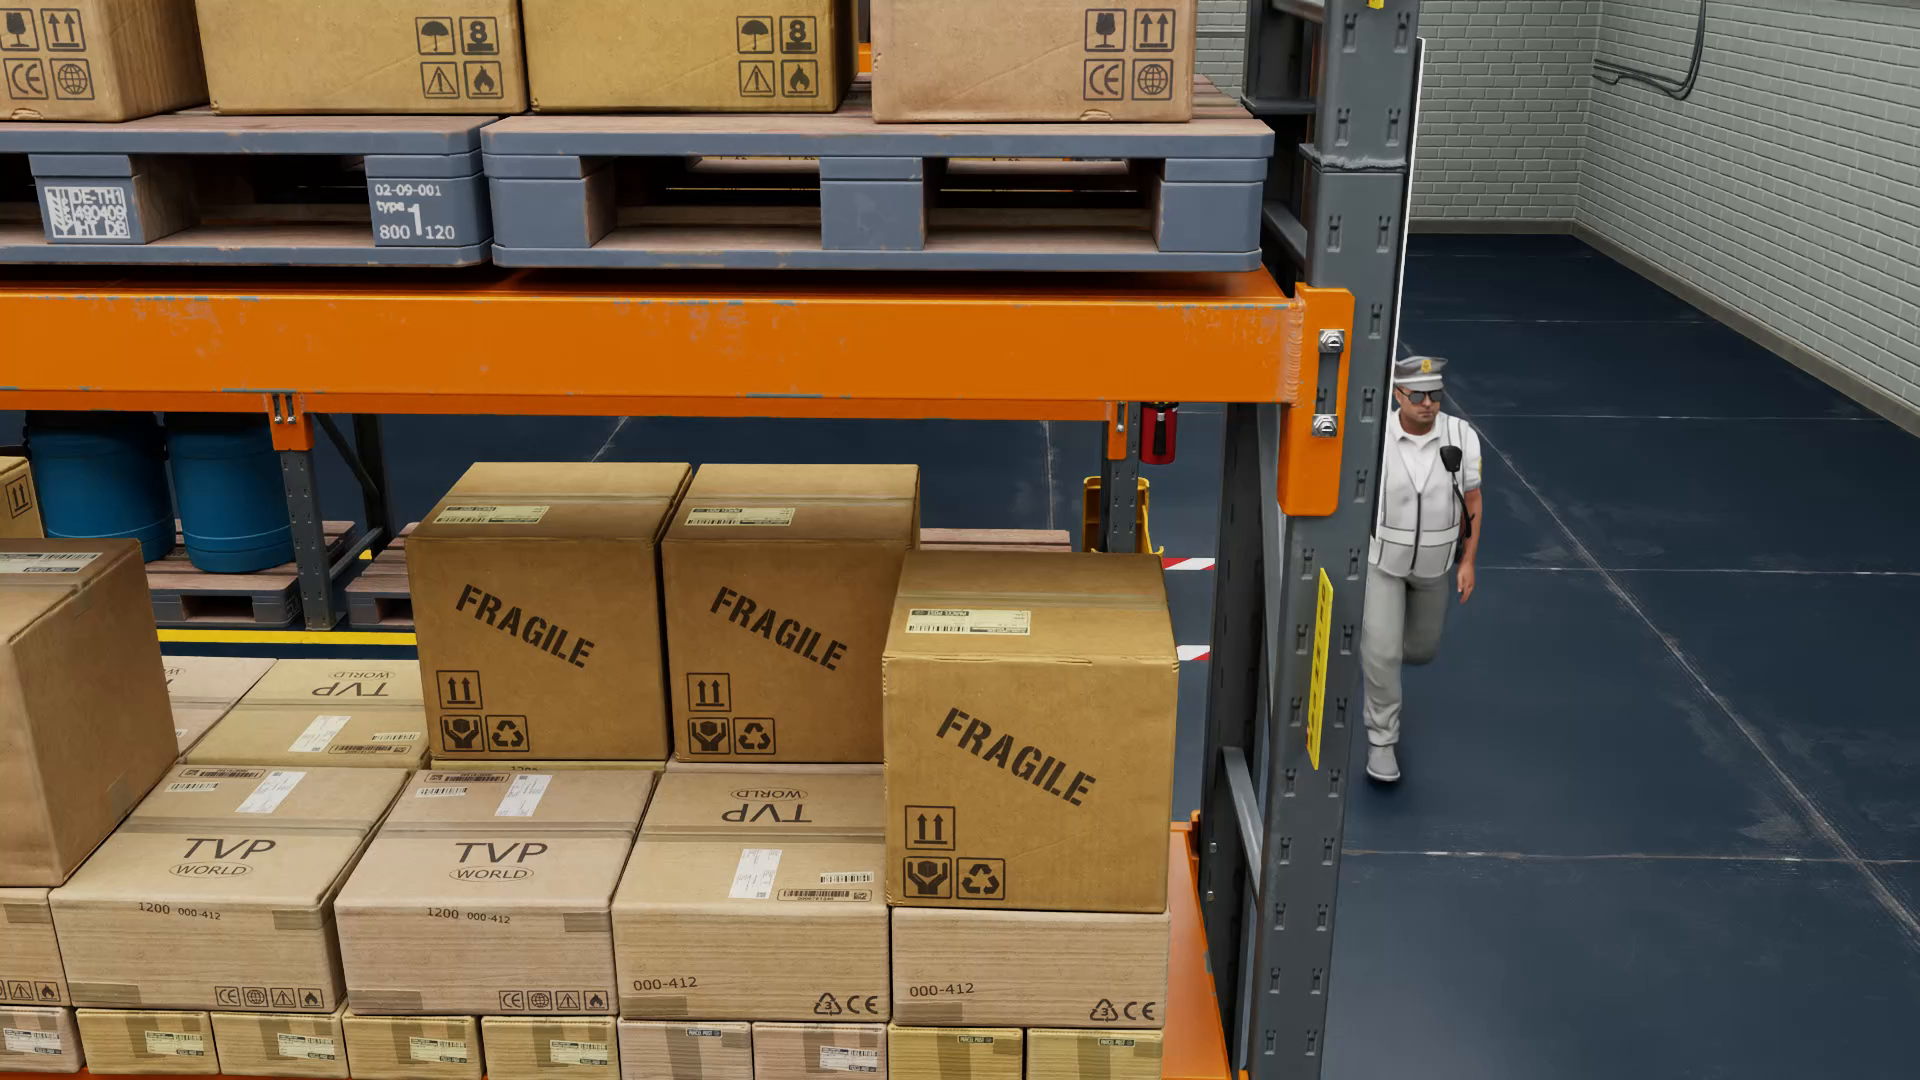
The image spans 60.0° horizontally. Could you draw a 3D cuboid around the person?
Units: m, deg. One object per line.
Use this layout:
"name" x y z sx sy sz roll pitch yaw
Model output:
"person" 1.852 0.043 6.910 0.550 1.729 0.915 1 21 1
